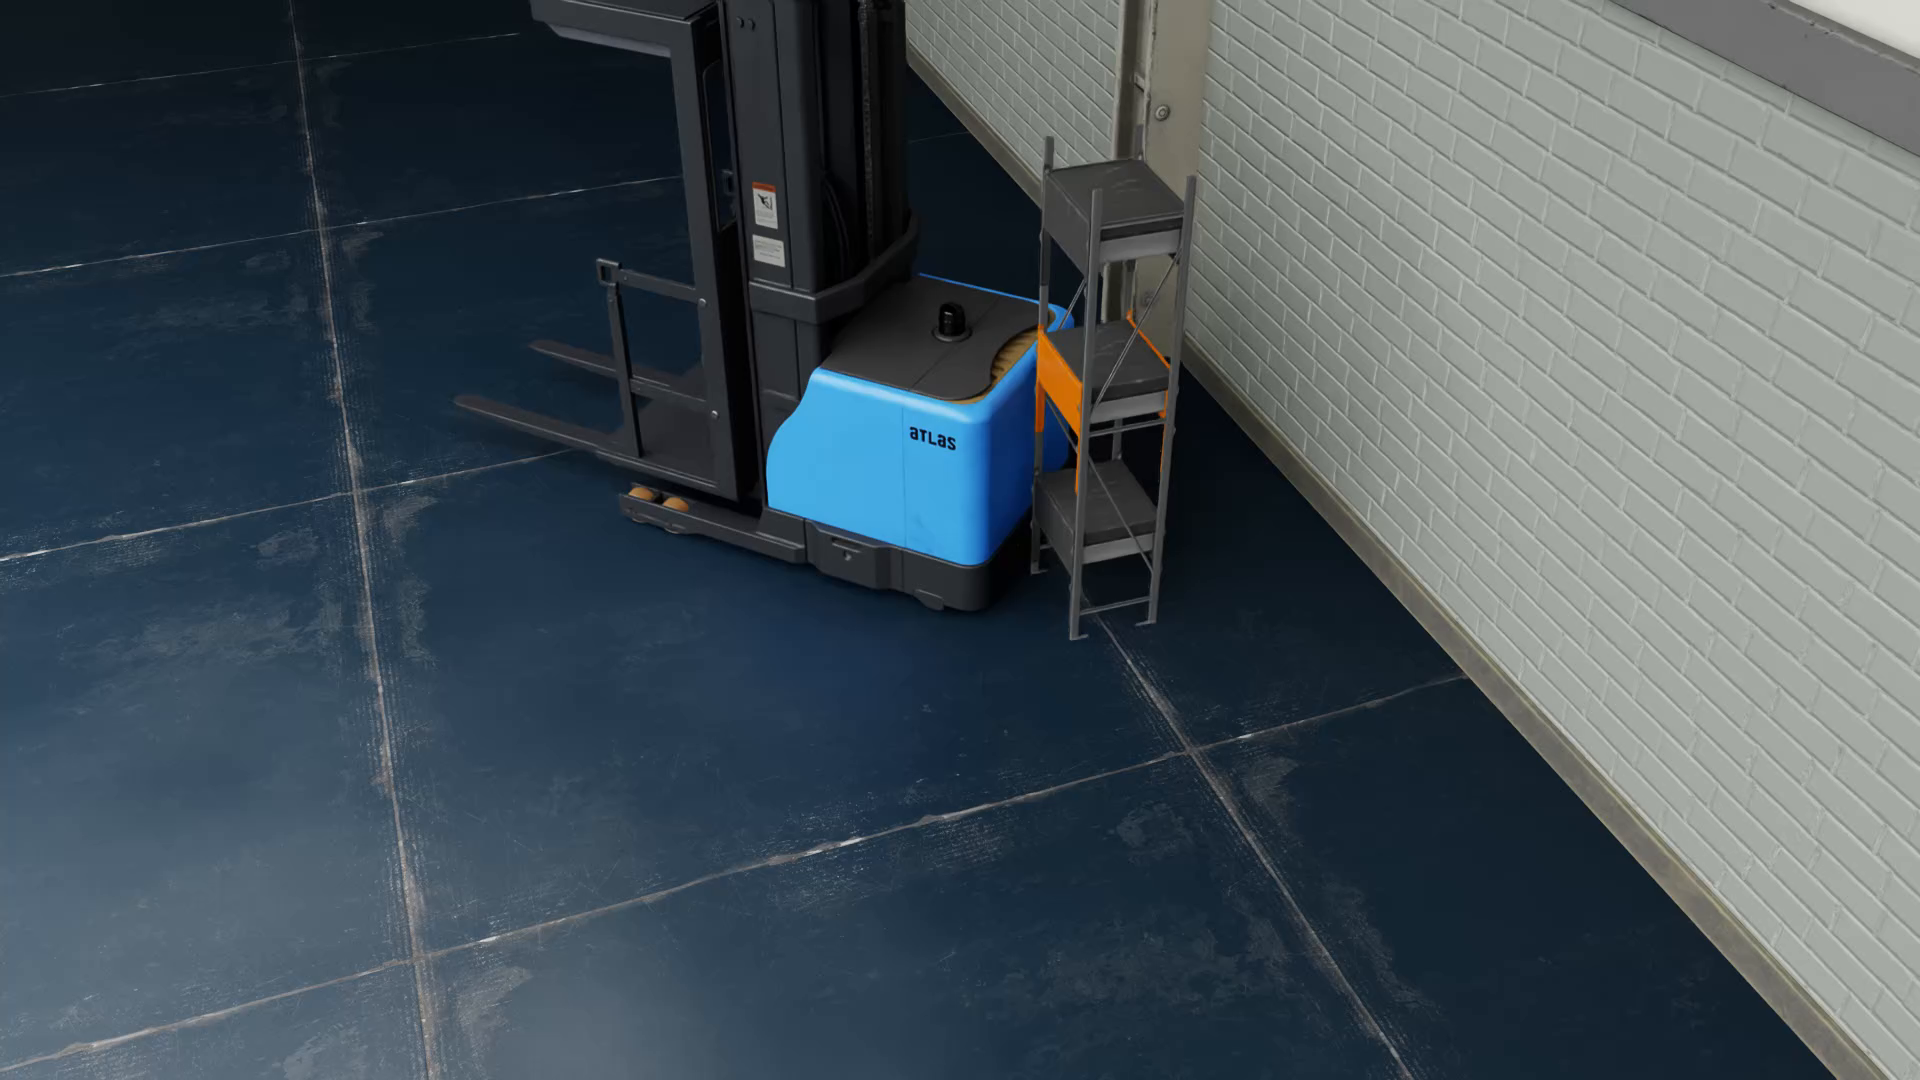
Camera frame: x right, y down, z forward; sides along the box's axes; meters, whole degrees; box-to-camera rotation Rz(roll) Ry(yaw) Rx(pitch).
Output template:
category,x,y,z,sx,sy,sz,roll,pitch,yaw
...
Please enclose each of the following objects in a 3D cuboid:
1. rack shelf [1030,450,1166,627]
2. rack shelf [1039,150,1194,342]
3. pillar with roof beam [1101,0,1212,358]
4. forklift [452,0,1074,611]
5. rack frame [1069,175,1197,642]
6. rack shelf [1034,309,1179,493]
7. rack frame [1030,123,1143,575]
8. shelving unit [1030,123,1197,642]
category,x,y,z,sx,sy,sz,roll,pitch,yaw
rack shelf,0.588,-0.010,7.205,0.431,0.518,0.480,-11,38,-15
rack shelf,0.588,-1.129,6.362,0.431,0.518,0.480,-11,38,-15
pillar with roof beam,-3.047,-3.800,5.315,9.100,9.000,0.400,-12,39,-16
forklift,-1.036,-1.467,7.262,3.031,2.935,1.130,17,40,21
rack frame,0.664,-0.441,6.590,0.400,2.100,0.015,-11,38,-14
rack shelf,0.588,-0.570,6.784,0.431,0.518,0.480,-11,38,-15
rack frame,0.511,-0.720,6.960,0.400,2.100,0.015,-11,38,-14
shelving unit,0.588,-0.580,6.775,0.431,2.100,0.503,-11,38,-14
